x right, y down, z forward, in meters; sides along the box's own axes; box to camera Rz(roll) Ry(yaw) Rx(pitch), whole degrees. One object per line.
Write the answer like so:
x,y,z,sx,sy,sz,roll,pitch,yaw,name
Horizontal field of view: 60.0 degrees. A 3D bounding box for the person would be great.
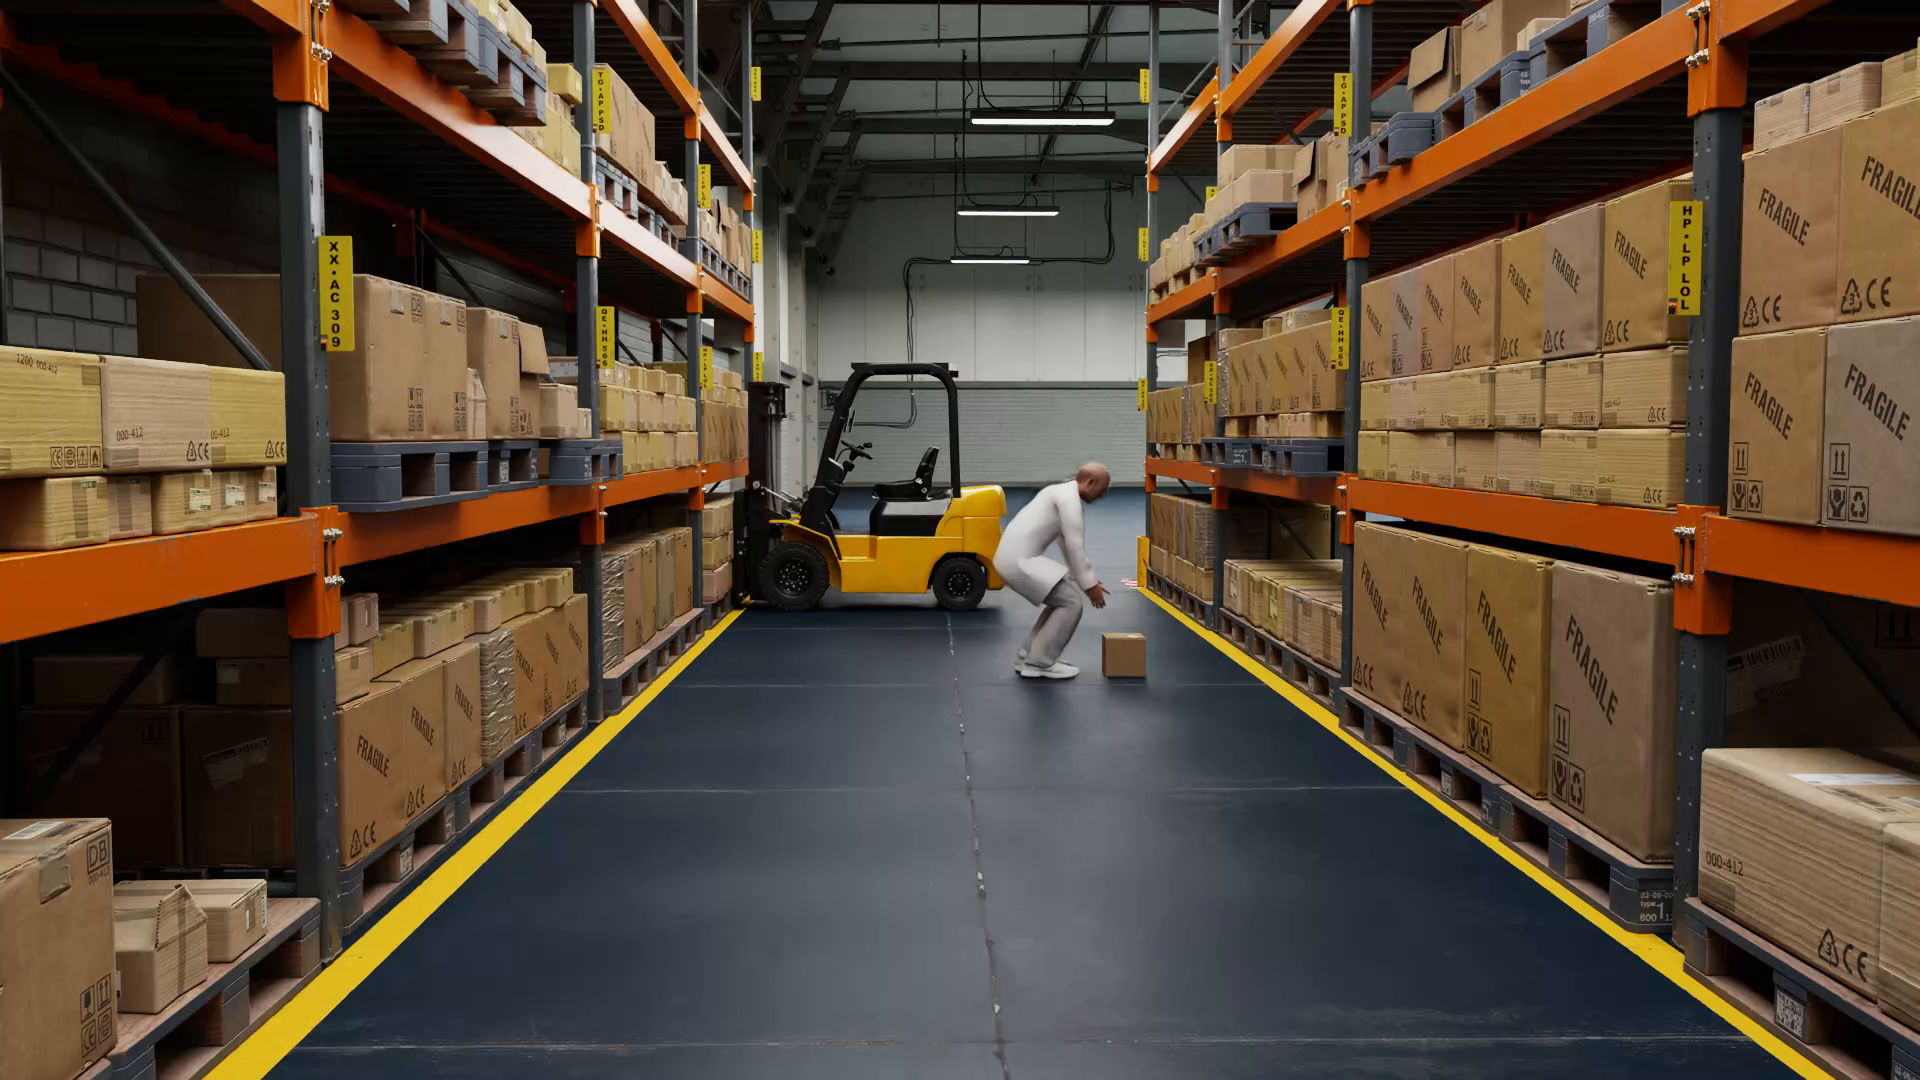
0.584,0.185,10.641,0.750,1.356,0.631,0,4,-1,person
